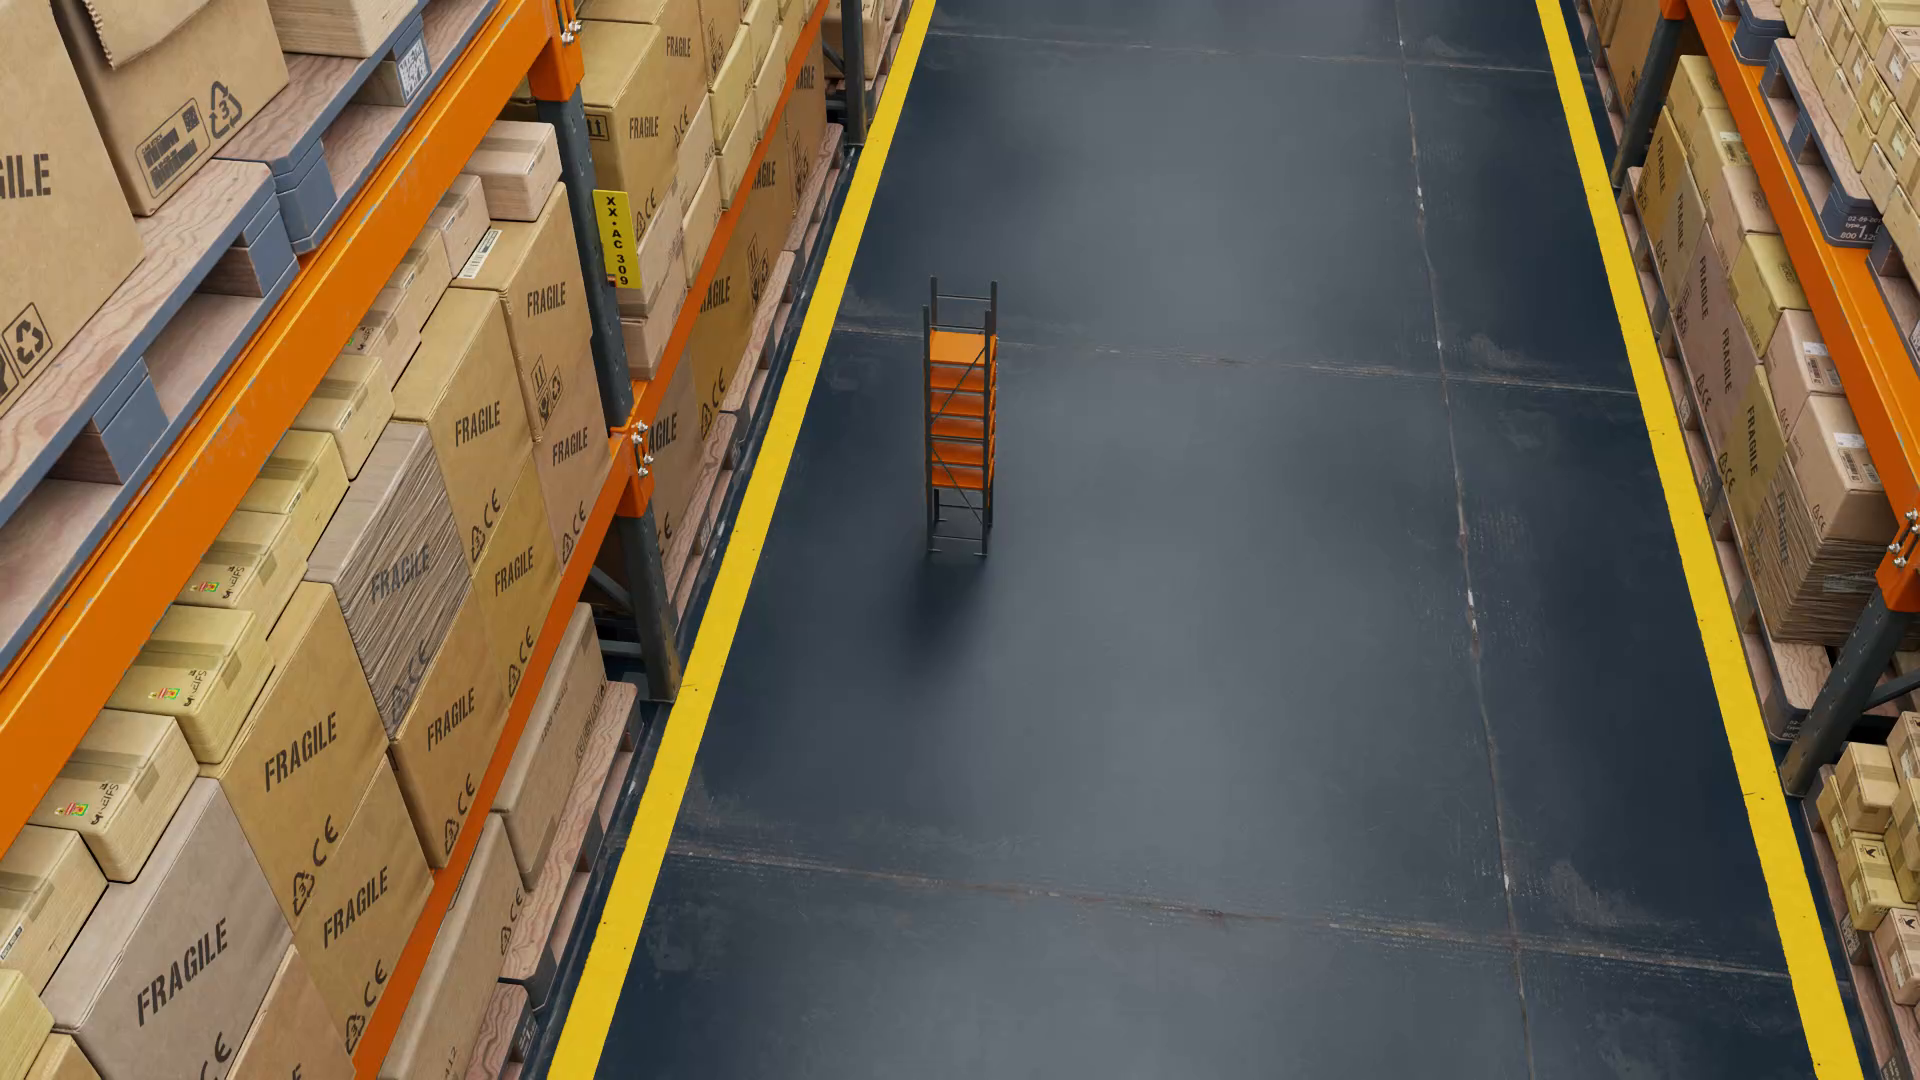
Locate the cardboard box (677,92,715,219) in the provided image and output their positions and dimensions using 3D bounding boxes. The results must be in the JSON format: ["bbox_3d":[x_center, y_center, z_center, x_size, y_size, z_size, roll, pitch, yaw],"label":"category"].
[{"bbox_3d":[-1.158,-1.329,5.717,0.500,0.250,0.500,6,44,6],"label":"cardboard box"}]

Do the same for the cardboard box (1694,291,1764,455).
[{"bbox_3d":[3.372,-0.659,6.777,0.500,0.500,0.500,4,44,5],"label":"cardboard box"}]

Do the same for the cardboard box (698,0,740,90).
[{"bbox_3d":[-1.085,-1.933,5.810,0.500,0.500,0.500,4,44,4],"label":"cardboard box"}]

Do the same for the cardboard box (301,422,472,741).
[{"bbox_3d":[-1.458,0.071,3.694,0.500,0.500,0.500,6,44,6],"label":"cardboard box"}]

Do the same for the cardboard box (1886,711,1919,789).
[{"bbox_3d":[3.132,0.694,5.171,0.380,0.149,0.250,7,44,7],"label":"cardboard box"}]

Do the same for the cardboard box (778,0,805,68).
[{"bbox_3d":[-0.952,-2.182,6.981,0.500,0.250,0.500,5,44,5],"label":"cardboard box"}]

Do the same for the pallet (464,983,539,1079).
[{"bbox_3d":[-1.874,1.788,4.708,1.003,0.211,1.213,5,44,6],"label":"pallet"}]

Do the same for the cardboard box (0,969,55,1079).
[{"bbox_3d":[-1.615,0.772,2.481,0.380,0.149,0.250,4,44,4],"label":"cardboard box"}]

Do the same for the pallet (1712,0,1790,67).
[{"bbox_3d":[3.924,-2.350,7.189,1.213,0.211,1.003,5,44,6],"label":"pallet"}]

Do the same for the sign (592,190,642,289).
[{"bbox_3d":[-0.986,-0.863,4.793,0.100,0.325,0.005,5,44,6],"label":"sign"}]

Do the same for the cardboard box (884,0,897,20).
[{"bbox_3d":[-0.834,-3.382,9.746,0.950,0.372,0.625,4,44,5],"label":"cardboard box"}]

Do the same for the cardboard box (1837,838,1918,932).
[{"bbox_3d":[2.982,1.095,5.180,0.380,0.149,0.250,6,44,7],"label":"cardboard box"}]

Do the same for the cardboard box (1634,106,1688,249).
[{"bbox_3d":[3.566,-1.700,7.877,0.500,0.500,0.500,4,44,4],"label":"cardboard box"}]

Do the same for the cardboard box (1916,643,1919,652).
[{"bbox_3d":[3.744,0.087,5.989,0.500,0.500,0.500,7,44,7],"label":"cardboard box"}]

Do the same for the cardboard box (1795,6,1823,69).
[{"bbox_3d":[3.515,-1.957,6.512,0.380,0.149,0.250,7,44,7],"label":"cardboard box"}]

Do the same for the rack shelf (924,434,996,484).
[{"bbox_3d":[0.002,-0.326,6.461,0.258,0.103,0.180,5,44,6],"label":"rack shelf"}]

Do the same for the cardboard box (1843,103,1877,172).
[{"bbox_3d":[3.409,-1.427,5.952,0.380,0.149,0.250,7,44,7],"label":"cardboard box"}]

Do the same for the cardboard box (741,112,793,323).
[{"bbox_3d":[-1.304,-1.606,7.504,0.875,0.875,0.875,6,44,6],"label":"cardboard box"}]

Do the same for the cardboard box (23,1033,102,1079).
[{"bbox_3d":[-1.658,1.103,2.603,0.500,0.500,0.500,4,44,4],"label":"cardboard box"}]

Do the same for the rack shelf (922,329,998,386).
[{"bbox_3d":[0.002,-0.675,6.131,0.258,0.103,0.180,5,44,6],"label":"rack shelf"}]

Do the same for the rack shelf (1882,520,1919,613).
[{"bbox_3d":[3.119,1.436,3.575,1.077,0.370,4.000,5,44,6],"label":"rack shelf"}]

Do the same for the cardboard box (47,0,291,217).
[{"bbox_3d":[-1.683,-0.963,2.950,0.797,0.503,0.637,8,44,9],"label":"cardboard box"}]

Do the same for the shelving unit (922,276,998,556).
[{"bbox_3d":[0.002,-0.446,6.348,0.258,1.200,0.189,5,44,6],"label":"shelving unit"}]

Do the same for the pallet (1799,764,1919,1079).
[{"bbox_3d":[3.330,1.285,5.239,1.003,0.211,1.213,5,44,6],"label":"pallet"}]

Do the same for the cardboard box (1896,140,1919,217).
[{"bbox_3d":[3.341,-1.182,5.478,0.380,0.149,0.250,4,44,4],"label":"cardboard box"}]

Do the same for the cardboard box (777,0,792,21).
[{"bbox_3d":[-0.932,-2.369,6.816,0.500,0.250,0.500,4,44,4],"label":"cardboard box"}]

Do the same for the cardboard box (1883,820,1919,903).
[{"bbox_3d":[3.074,0.985,5.080,0.380,0.149,0.250,6,44,6],"label":"cardboard box"}]

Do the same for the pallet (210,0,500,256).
[{"bbox_3d":[-1.655,-1.070,3.581,1.003,0.211,1.213,5,44,6],"label":"pallet"}]

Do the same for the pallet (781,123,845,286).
[{"bbox_3d":[-1.187,-1.753,8.447,1.003,0.211,1.213,5,44,6],"label":"pallet"}]

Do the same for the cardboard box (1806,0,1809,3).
[{"bbox_3d":[3.550,-2.233,6.588,0.380,0.149,0.250,5,44,6],"label":"cardboard box"}]

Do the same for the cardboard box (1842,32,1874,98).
[{"bbox_3d":[3.449,-1.711,6.036,0.380,0.149,0.250,7,44,7],"label":"cardboard box"}]

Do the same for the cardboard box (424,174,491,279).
[{"bbox_3d":[-1.404,-0.796,4.137,0.380,0.149,0.250,6,44,7],"label":"cardboard box"}]

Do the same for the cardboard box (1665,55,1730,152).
[{"bbox_3d":[3.581,-1.984,7.631,0.500,0.250,0.500,3,44,4],"label":"cardboard box"}]

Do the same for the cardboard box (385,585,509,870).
[{"bbox_3d":[-1.459,0.429,4.043,0.500,0.500,0.500,5,44,5],"label":"cardboard box"}]

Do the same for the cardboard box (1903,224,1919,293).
[{"bbox_3d":[3.308,-0.885,5.380,0.380,0.149,0.250,5,44,5],"label":"cardboard box"}]

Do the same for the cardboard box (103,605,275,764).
[{"bbox_3d":[-1.497,0.252,3.031,0.380,0.149,0.250,4,44,4],"label":"cardboard box"}]

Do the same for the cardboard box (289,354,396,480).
[{"bbox_3d":[-1.460,-0.279,3.591,0.380,0.149,0.250,5,44,5],"label":"cardboard box"}]

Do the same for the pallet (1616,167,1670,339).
[{"bbox_3d":[3.807,-1.370,8.043,1.003,0.211,1.213,5,44,6],"label":"pallet"}]

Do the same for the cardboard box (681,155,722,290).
[{"bbox_3d":[-1.150,-1.144,5.885,0.500,0.250,0.500,4,44,4],"label":"cardboard box"}]

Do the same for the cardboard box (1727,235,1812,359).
[{"bbox_3d":[3.368,-0.947,6.535,0.500,0.250,0.500,3,44,4],"label":"cardboard box"}]

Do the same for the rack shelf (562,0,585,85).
[{"bbox_3d":[-1.272,-2.761,5.825,1.077,0.370,4.000,5,44,6],"label":"rack shelf"}]

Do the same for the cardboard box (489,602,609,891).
[{"bbox_3d":[-1.726,0.626,5.465,0.875,0.438,0.875,5,44,5],"label":"cardboard box"}]

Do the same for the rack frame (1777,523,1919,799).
[{"bbox_3d":[3.383,-0.188,4.767,1.000,3.000,0.127,5,44,6],"label":"rack frame"}]

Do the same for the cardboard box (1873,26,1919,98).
[{"bbox_3d":[3.416,-1.645,5.751,0.380,0.149,0.250,3,44,4],"label":"cardboard box"}]
